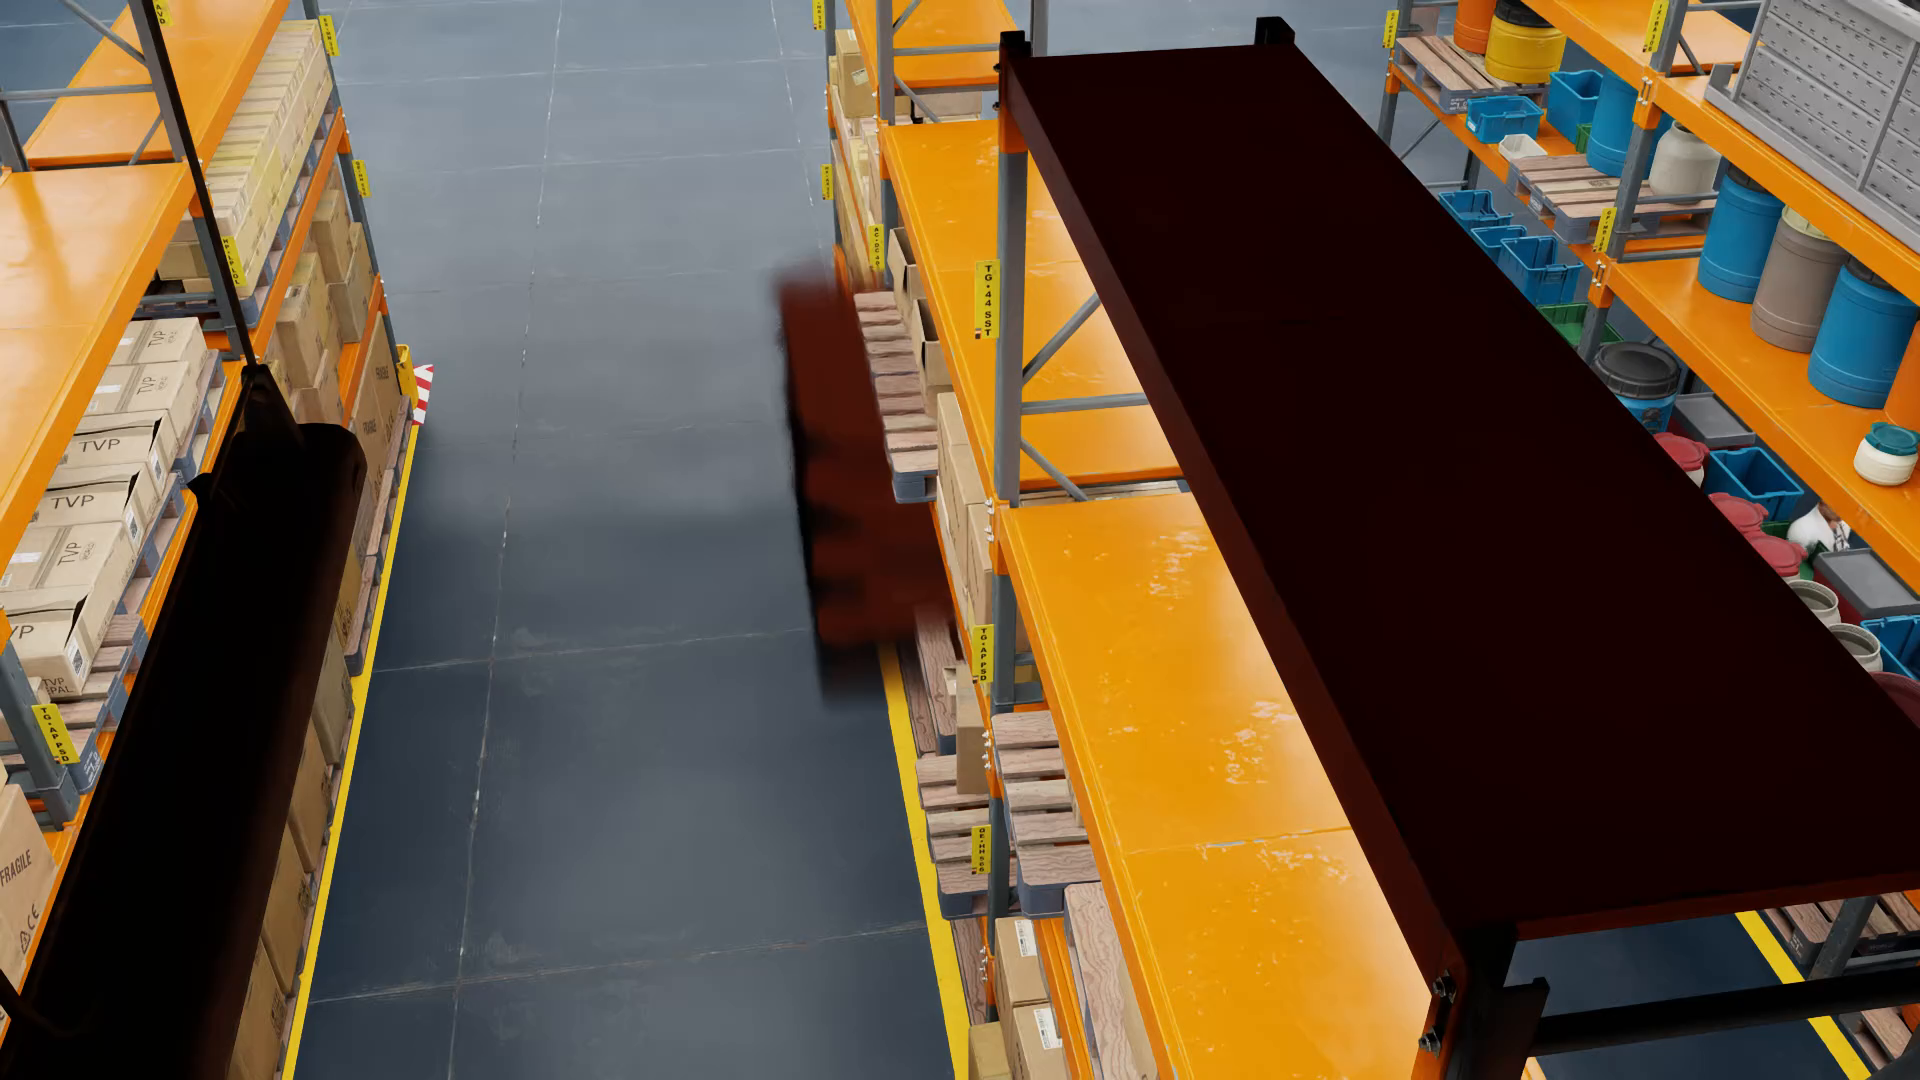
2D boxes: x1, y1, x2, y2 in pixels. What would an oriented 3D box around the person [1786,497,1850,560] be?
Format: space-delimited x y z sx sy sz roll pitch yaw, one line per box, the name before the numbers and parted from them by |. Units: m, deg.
person | 5.754 0.321 11.459 0.625 1.725 0.542 -21 41 -26
